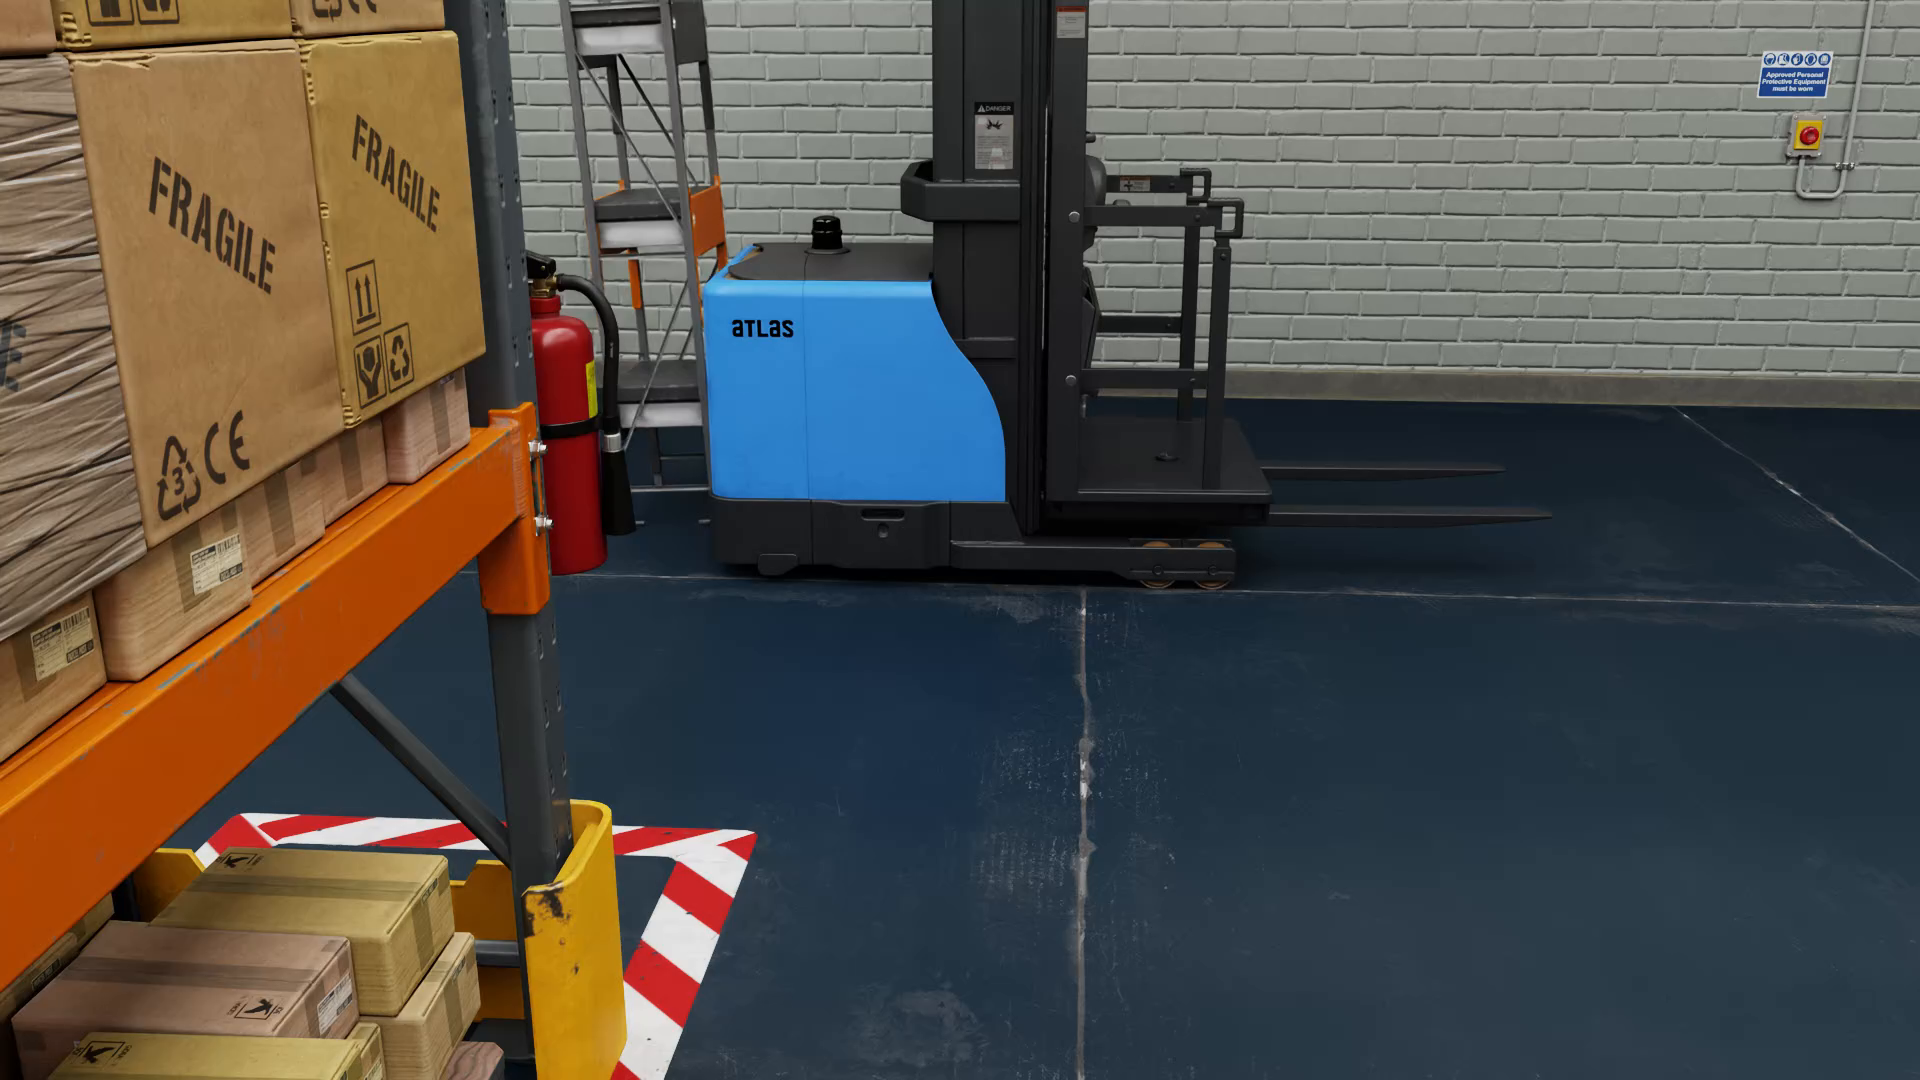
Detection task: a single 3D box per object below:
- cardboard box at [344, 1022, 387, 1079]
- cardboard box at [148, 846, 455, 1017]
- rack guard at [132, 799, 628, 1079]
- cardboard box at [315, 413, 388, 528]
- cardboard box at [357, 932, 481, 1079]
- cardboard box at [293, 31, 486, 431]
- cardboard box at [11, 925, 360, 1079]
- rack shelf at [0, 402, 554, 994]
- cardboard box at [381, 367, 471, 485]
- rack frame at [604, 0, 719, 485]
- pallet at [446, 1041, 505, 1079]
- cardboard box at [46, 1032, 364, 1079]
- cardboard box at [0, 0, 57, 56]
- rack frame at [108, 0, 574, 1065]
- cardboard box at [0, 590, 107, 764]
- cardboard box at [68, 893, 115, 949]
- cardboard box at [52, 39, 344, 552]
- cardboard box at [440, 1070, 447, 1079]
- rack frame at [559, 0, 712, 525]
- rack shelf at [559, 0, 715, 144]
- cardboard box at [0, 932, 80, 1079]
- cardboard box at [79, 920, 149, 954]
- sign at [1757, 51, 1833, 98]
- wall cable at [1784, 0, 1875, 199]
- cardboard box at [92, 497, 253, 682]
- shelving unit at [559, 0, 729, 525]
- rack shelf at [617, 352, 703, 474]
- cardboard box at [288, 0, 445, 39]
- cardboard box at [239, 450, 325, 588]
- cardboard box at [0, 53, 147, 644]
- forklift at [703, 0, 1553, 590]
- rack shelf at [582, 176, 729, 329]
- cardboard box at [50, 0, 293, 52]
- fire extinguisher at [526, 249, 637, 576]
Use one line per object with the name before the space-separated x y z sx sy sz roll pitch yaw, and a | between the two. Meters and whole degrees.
cardboard box | -1.083 0.843 2.461 0.380 0.149 0.250 1 18 3
cardboard box | -1.042 0.621 2.659 0.380 0.149 0.250 1 18 5
rack guard | -1.263 0.790 3.210 1.175 0.500 0.348 1 18 4
cardboard box | -1.054 -0.118 2.370 0.380 0.149 0.250 1 18 4
cardboard box | -1.010 0.763 2.705 0.380 0.149 0.250 1 18 2
cardboard box | -1.033 -0.465 2.387 0.500 0.500 0.500 2 18 5
cardboard box | -1.118 0.698 2.425 0.380 0.149 0.250 2 18 5
rack shelf | -1.400 0.541 1.109 1.077 0.370 4.000 1 18 4
cardboard box | -0.999 -0.195 2.603 0.380 0.149 0.250 1 18 4
rack frame | -1.148 -1.214 6.722 0.400 2.100 0.015 -1 18 6
pallet | -1.356 1.179 2.487 1.003 0.211 1.213 1 18 4
cardboard box | -1.009 0.781 2.171 0.380 0.149 0.250 1 18 3
cardboard box | -1.106 -0.619 1.250 0.500 0.500 0.500 2 18 7
rack frame | -1.257 -0.422 2.892 1.000 3.000 0.127 1 18 4
cardboard box | -1.100 0.121 1.640 0.380 0.149 0.250 0 18 1
cardboard box | -1.634 0.606 2.705 0.380 0.149 0.250 0 18 1
cardboard box | -1.075 -0.305 1.899 0.500 0.500 0.500 1 18 3
cardboard box | -1.087 0.902 2.758 0.380 0.149 0.250 2 18 5
rack frame | -1.195 -1.063 6.260 0.400 2.100 0.015 -1 18 6
rack shelf | -1.207 -1.791 6.281 0.431 0.518 0.480 -1 18 6
cardboard box | -1.533 0.694 2.435 0.380 0.149 0.250 2 18 5
cardboard box | -1.551 0.749 2.745 0.380 0.149 0.250 2 18 6
sign | 4.025 -2.243 8.016 0.327 0.218 0.001 1 18 4
wall cable | 4.068 -2.592 7.834 0.585 1.953 0.123 1 18 4
cardboard box | -1.052 0.040 1.888 0.380 0.149 0.250 2 18 5
shelving unit | -1.171 -1.139 6.491 0.431 2.100 0.503 -1 18 6
rack shelf | -1.134 -0.460 6.709 0.431 0.518 0.480 -1 18 6
cardboard box | -1.042 -0.938 2.224 0.500 0.500 0.500 1 18 3
cardboard box | -1.057 -0.040 2.131 0.380 0.149 0.250 1 18 3
cardboard box | -1.101 -0.148 1.418 0.500 0.500 0.500 1 18 4
forklift | 0.629 -1.386 5.946 3.031 2.935 1.130 1 18 2
rack shelf | -1.170 -1.126 6.495 0.431 0.518 0.480 -1 18 6
cardboard box | -1.078 -0.781 1.744 0.500 0.500 0.500 1 18 2
fire extinguisher | -0.779 -0.276 3.170 0.296 0.674 0.183 1 18 4
